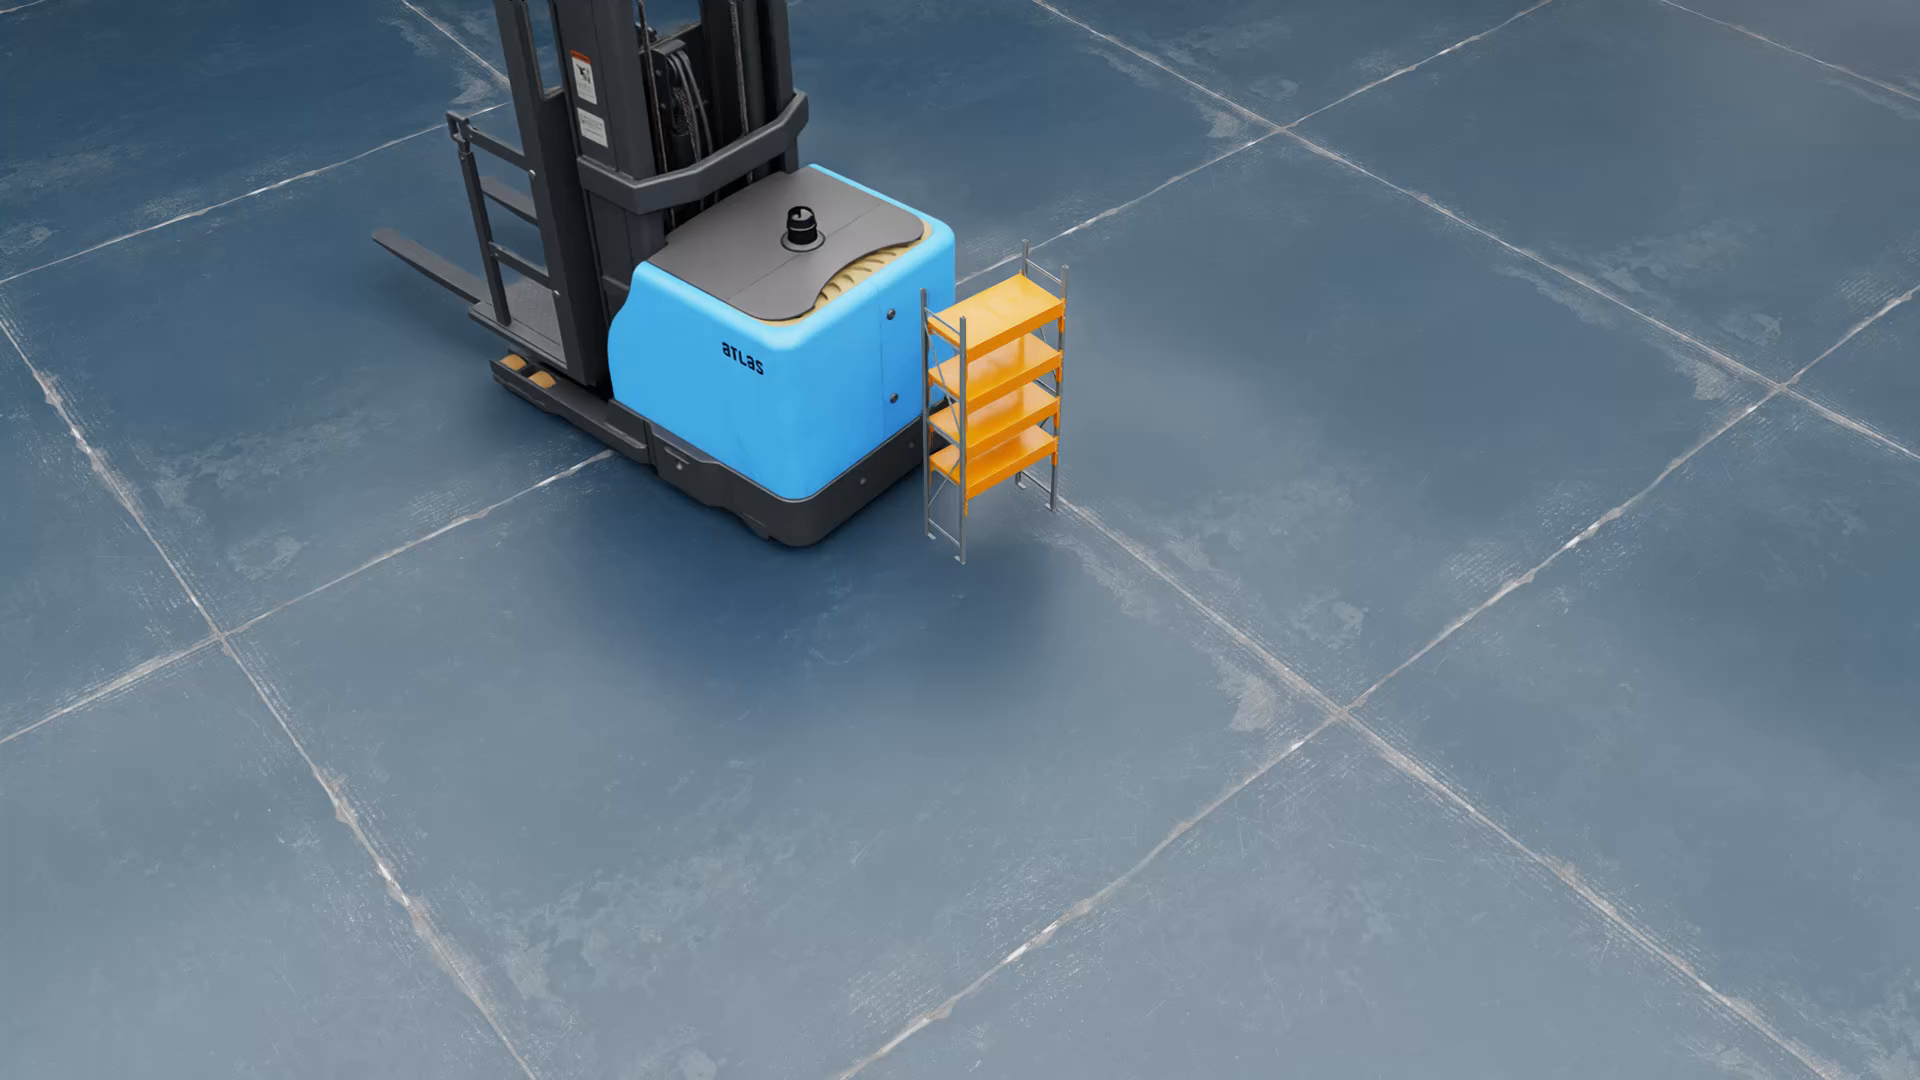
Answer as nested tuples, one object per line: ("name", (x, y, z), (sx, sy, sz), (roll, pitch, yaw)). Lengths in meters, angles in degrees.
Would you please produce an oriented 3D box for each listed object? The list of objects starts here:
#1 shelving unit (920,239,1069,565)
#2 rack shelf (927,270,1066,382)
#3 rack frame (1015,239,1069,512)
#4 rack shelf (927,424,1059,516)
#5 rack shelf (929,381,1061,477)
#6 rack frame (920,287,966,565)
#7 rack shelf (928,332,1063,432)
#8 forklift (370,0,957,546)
("shelving unit", (0.127, -0.510, 6.417), (0.503, 1.200, 0.258), (-30, 51, -28))
("rack shelf", (0.127, -0.796, 6.148), (0.480, 0.148, 0.258), (-30, 51, -28))
("rack frame", (0.314, -0.617, 6.531), (0.015, 1.200, 0.240), (-30, 51, -28))
("rack shelf", (0.127, -0.316, 6.599), (0.480, 0.148, 0.258), (-30, 51, -28))
("rack shelf", (0.127, -0.461, 6.463), (0.480, 0.148, 0.258), (-30, 51, -28))
("rack frame", (-0.060, -0.403, 6.303), (0.015, 1.200, 0.240), (-30, 51, -28))
("rack shelf", (0.127, -0.624, 6.310), (0.480, 0.148, 0.258), (-30, 51, -28))
("forklift", (-1.461, -1.897, 6.629), (3.031, 2.935, 1.130), (30, 51, 28))
